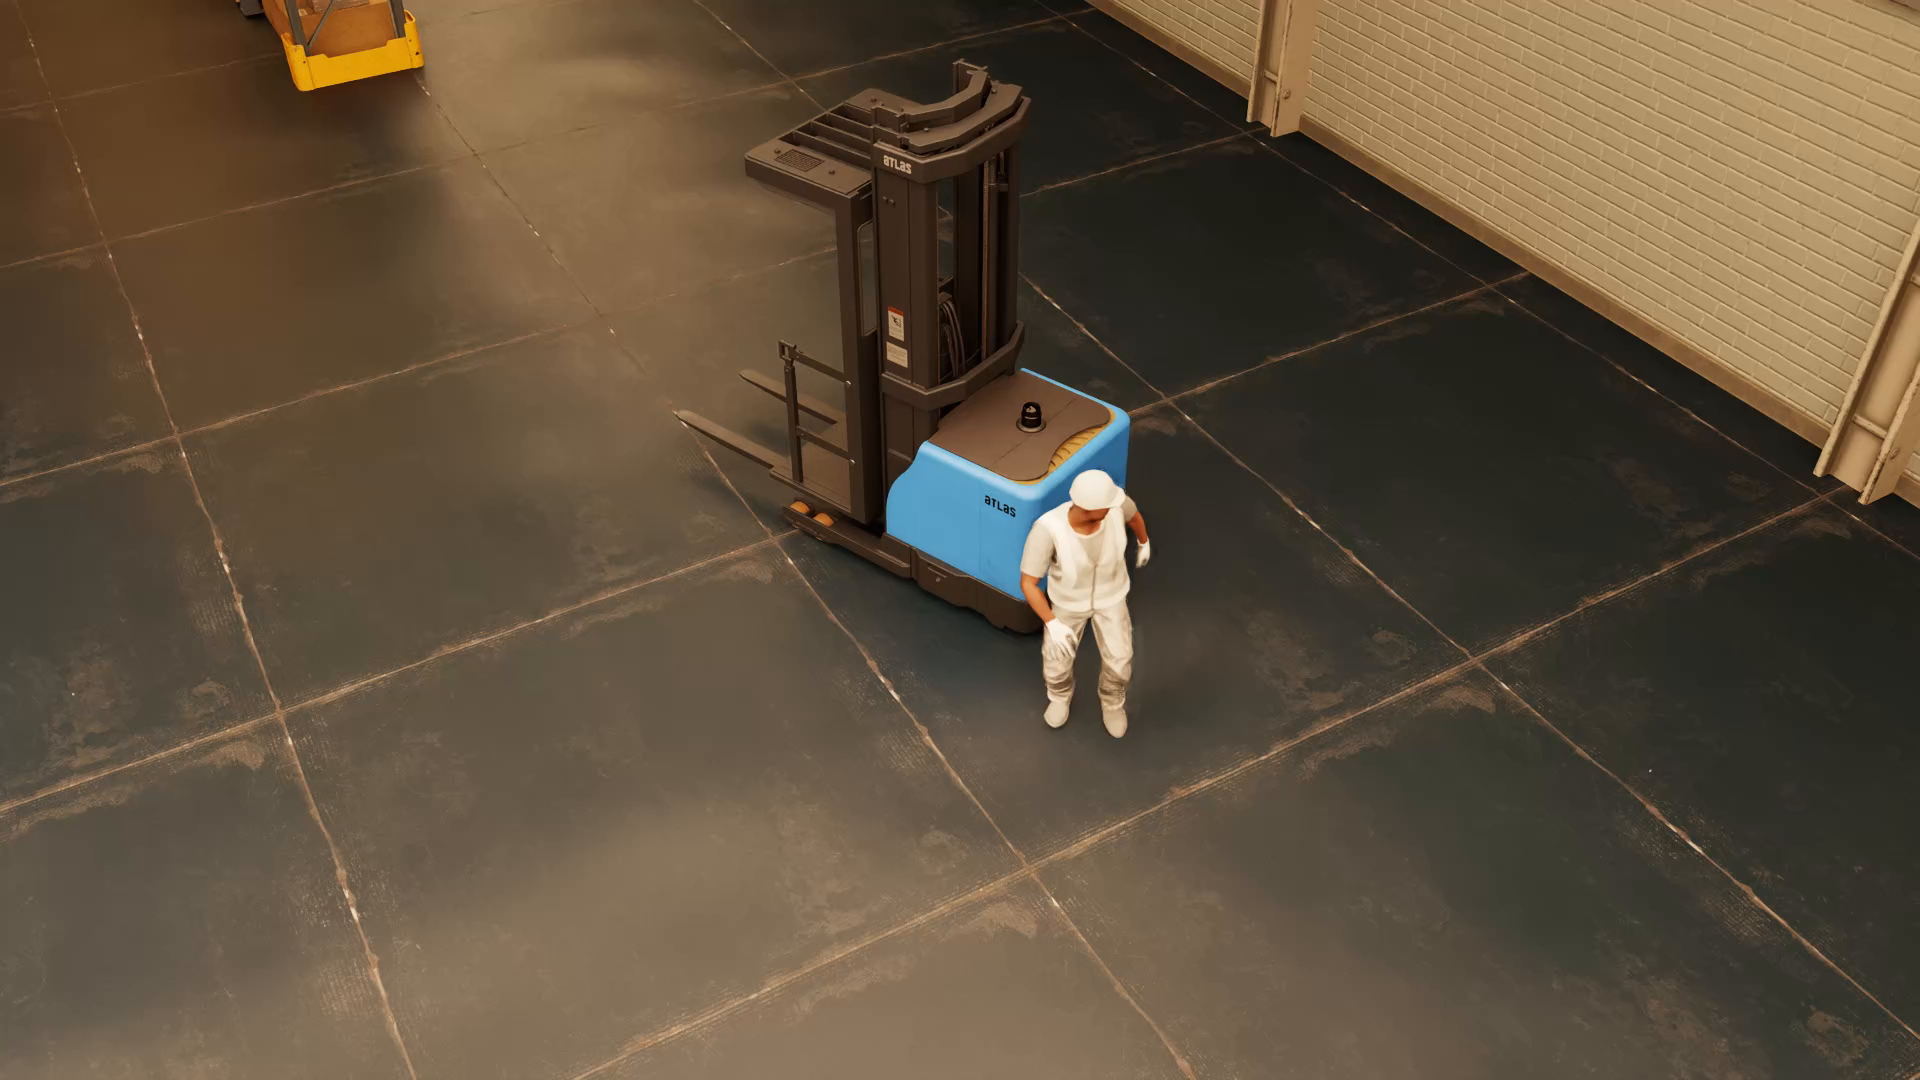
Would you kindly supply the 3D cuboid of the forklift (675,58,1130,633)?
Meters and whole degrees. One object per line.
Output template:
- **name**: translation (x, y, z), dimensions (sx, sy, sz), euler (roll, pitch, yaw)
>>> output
- **forklift**: translation (-0.481, -1.366, 9.683), dimensions (3.031, 2.935, 1.130), euler (26, 46, 28)

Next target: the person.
- **person**: translation (0.664, 0.317, 8.636), dimensions (0.741, 1.727, 0.758), euler (-3, 40, -3)
